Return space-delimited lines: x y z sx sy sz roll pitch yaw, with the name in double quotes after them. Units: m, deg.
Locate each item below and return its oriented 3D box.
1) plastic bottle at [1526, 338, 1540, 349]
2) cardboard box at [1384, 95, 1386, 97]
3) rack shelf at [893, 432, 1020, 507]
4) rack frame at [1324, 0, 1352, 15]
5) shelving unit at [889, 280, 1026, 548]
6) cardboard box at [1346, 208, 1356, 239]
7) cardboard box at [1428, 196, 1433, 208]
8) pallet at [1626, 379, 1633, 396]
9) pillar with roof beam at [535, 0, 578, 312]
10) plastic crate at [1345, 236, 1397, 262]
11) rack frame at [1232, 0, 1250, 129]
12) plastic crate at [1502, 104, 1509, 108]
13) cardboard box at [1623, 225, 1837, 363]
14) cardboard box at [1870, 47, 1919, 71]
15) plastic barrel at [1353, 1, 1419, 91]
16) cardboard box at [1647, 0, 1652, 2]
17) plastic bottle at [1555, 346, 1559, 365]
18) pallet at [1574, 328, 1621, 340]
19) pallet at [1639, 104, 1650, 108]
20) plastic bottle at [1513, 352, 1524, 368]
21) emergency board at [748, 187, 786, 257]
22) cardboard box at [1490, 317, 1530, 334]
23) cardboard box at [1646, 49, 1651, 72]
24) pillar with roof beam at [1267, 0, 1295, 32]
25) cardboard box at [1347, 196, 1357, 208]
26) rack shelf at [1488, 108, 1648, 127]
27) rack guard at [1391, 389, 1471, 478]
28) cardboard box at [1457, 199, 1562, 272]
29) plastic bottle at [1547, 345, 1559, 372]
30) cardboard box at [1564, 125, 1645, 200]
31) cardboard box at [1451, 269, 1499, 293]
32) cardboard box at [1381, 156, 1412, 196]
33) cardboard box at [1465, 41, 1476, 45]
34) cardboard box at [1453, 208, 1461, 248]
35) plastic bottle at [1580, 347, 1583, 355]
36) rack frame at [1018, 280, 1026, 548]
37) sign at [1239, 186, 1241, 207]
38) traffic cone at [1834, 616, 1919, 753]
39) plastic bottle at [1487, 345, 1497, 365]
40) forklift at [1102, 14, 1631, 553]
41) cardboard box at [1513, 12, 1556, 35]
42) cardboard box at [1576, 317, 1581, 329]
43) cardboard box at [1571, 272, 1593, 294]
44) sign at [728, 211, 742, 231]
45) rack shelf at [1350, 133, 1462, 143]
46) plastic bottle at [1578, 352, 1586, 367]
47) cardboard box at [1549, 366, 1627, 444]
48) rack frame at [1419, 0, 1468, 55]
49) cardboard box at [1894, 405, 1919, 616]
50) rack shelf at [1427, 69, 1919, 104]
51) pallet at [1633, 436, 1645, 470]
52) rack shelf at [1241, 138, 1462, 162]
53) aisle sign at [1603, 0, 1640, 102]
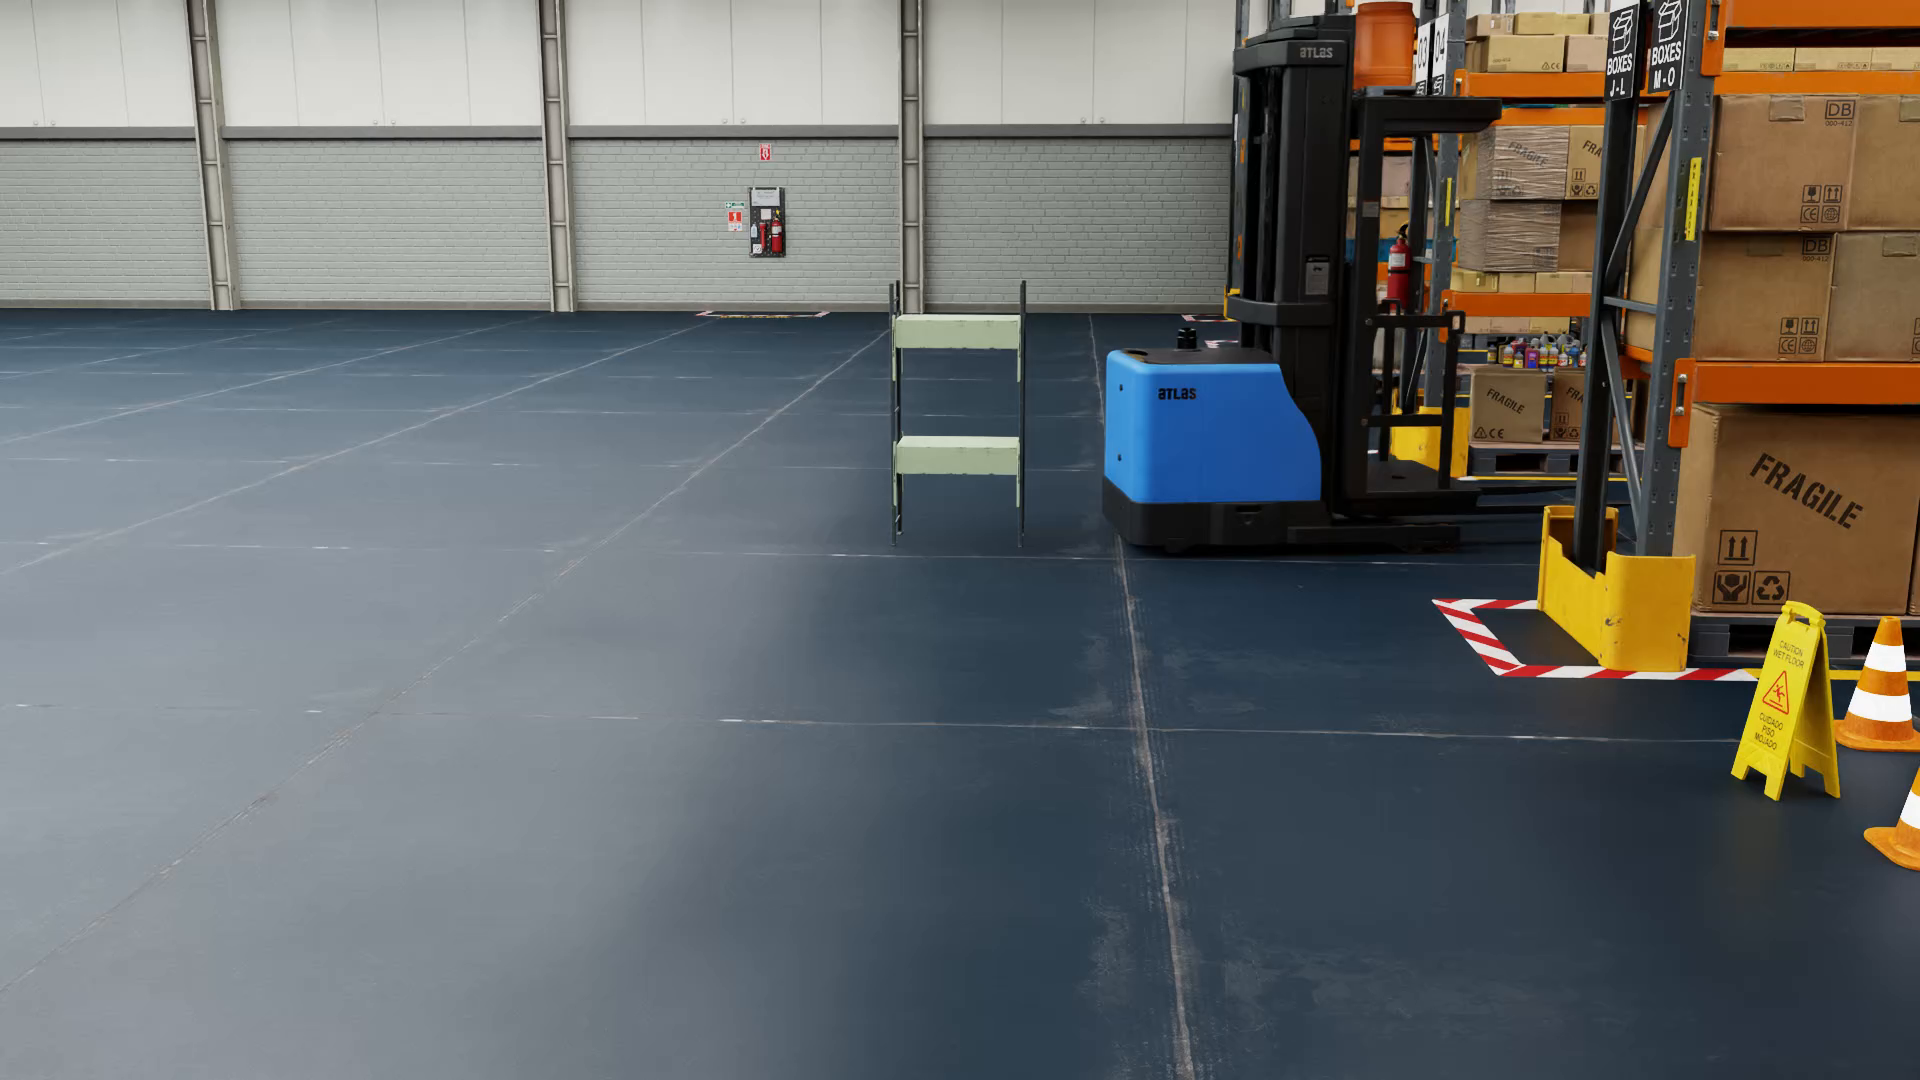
6.011 -1.985 17.508 0.135 0.276 0.152 0 12 2 "plastic bottle"
5.262 -5.768 21.689 0.500 0.250 0.500 1 12 4 "cardboard box"
-0.007 -0.415 9.682 0.720 0.370 0.431 1 12 4 "rack shelf"
3.761 -5.986 16.404 0.127 3.000 1.000 1 12 4 "rack frame"
-0.007 -0.734 9.615 0.755 1.500 0.431 1 12 4 "shelving unit"
5.085 -4.095 21.773 0.500 0.500 0.700 1 12 5 "cardboard box"
6.006 -4.357 21.442 0.250 0.149 0.380 1 12 4 "cardboard box"
7.085 -1.647 17.127 1.213 0.211 1.003 1 12 4 "pallet"
-7.082 -7.461 23.459 0.400 9.000 9.100 1 12 4 "pillar with roof beam"
4.280 -3.031 17.293 0.616 0.251 0.499 1 12 4 "plastic crate"
4.423 -8.010 26.080 0.127 3.000 1.000 1 12 4 "rack frame"
5.684 -4.545 16.882 0.575 0.384 0.392 1 12 4 "plastic crate"
3.371 -1.103 7.349 0.550 0.550 0.875 1 12 4 "cardboard box"
6.428 -3.340 11.447 0.500 0.250 0.500 1 12 5 "cardboard box"
4.254 -4.952 16.717 0.708 0.830 0.600 1 12 4 "plastic barrel"
4.893 -3.869 11.422 0.500 0.500 0.500 1 12 4 "cardboard box"
6.212 -1.922 17.388 0.097 0.201 0.097 0 12 0 "plastic bottle"
8.824 -2.639 21.870 1.213 0.211 1.003 1 12 4 "pallet"
7.026 -4.360 16.421 1.003 0.211 1.213 1 12 4 "pallet"
5.652 -1.805 16.830 0.097 0.201 0.097 0 12 0 "plastic bottle"
-3.271 -5.364 28.084 0.643 1.169 0.194 1 12 4 "emergency board"
7.111 -2.837 21.692 0.500 0.250 0.500 1 12 4 "cardboard box"
4.902 -3.359 11.542 0.500 0.250 0.500 1 12 4 "cardboard box"
4.891 -7.297 22.675 0.400 9.000 9.100 1 12 4 "pillar with roof beam"
4.985 -4.371 21.511 0.250 0.149 0.380 1 12 4 "cardboard box"
5.756 -4.138 16.654 4.000 0.370 1.077 1 12 4 "rack shelf"
3.506 -0.813 12.432 0.348 0.500 1.175 1 12 4 "rack guard"
3.977 -2.219 12.078 0.500 0.500 0.875 1 12 4 "cardboard box"
5.991 -1.835 16.801 0.097 0.271 0.097 0 12 0 "plastic bottle"
4.459 -2.650 11.697 0.500 0.500 0.500 1 12 4 "cardboard box"
3.698 -1.862 11.956 0.250 0.149 0.380 1 12 4 "cardboard box"
5.641 -4.722 21.605 0.500 0.500 0.700 1 12 4 "cardboard box"
3.728 -3.687 12.135 0.250 0.149 0.380 1 12 4 "cardboard box"
6.617 -4.074 21.672 0.500 0.500 0.700 1 12 5 "cardboard box"
6.505 -1.947 17.510 0.097 0.201 0.097 0 12 0 "plastic bottle"
0.359 -0.729 9.591 0.023 1.500 0.400 1 12 4 "rack frame"
4.387 -5.386 26.076 0.005 0.325 0.100 1 12 4 "sign"
3.433 0.514 6.182 0.334 0.463 0.336 1 12 4 "traffic cone"
5.623 -1.959 17.568 0.097 0.201 0.097 0 12 0 "plastic bottle"
2.418 -1.466 9.617 3.031 2.935 1.130 -1 12 -6 "forklift"
3.941 -3.553 11.494 0.250 0.149 0.380 1 12 5 "cardboard box"
8.520 -2.920 22.089 0.500 0.250 0.500 1 12 3 "cardboard box"
4.446 -1.849 11.894 0.250 0.149 0.380 1 12 4 "cardboard box"
-3.815 -5.410 28.218 0.234 0.329 0.001 1 12 4 "sign"
6.091 -5.150 21.492 4.000 0.370 1.077 1 12 4 "rack shelf"
6.295 -1.796 16.788 0.097 0.201 0.097 0 12 0 "plastic bottle"
4.651 -1.006 12.332 0.500 0.500 0.500 4 12 19 "cardboard box"
3.430 -4.974 11.567 0.127 3.000 1.000 1 12 4 "rack frame"
4.557 -0.184 7.483 0.875 0.875 0.875 1 12 3 "cardboard box"
5.425 -3.126 11.817 4.000 0.370 1.077 1 12 4 "rack shelf"
5.528 -0.636 12.292 1.213 0.211 1.003 1 12 4 "pallet"
6.418 -6.162 26.330 4.000 0.370 1.077 1 12 4 "rack shelf"
2.947 -2.360 7.375 0.004 0.787 0.394 1 12 4 "aisle sign"
